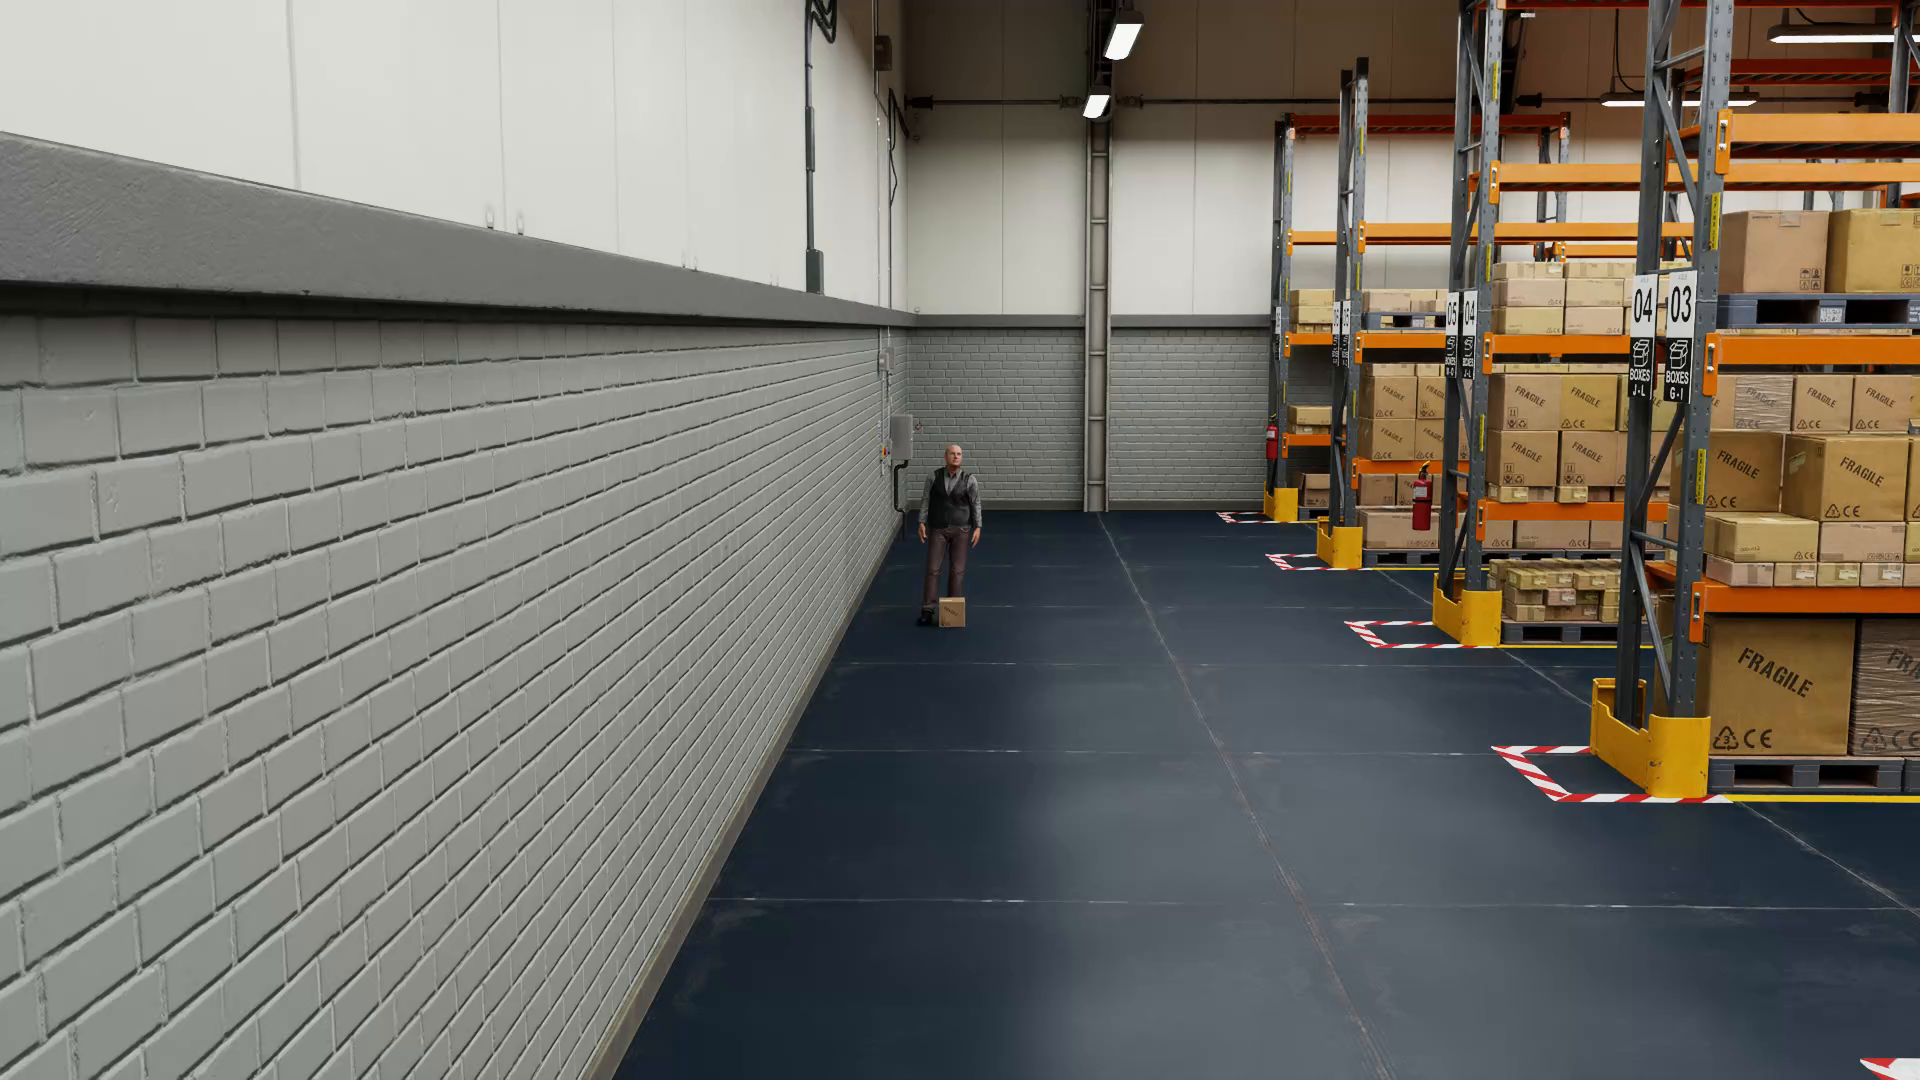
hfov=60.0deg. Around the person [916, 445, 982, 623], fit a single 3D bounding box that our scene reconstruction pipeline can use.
[{"bbox_3d":[-0.105,-0.062,16.292,0.633,1.723,0.550,0,7,1],"label":"person"}]
